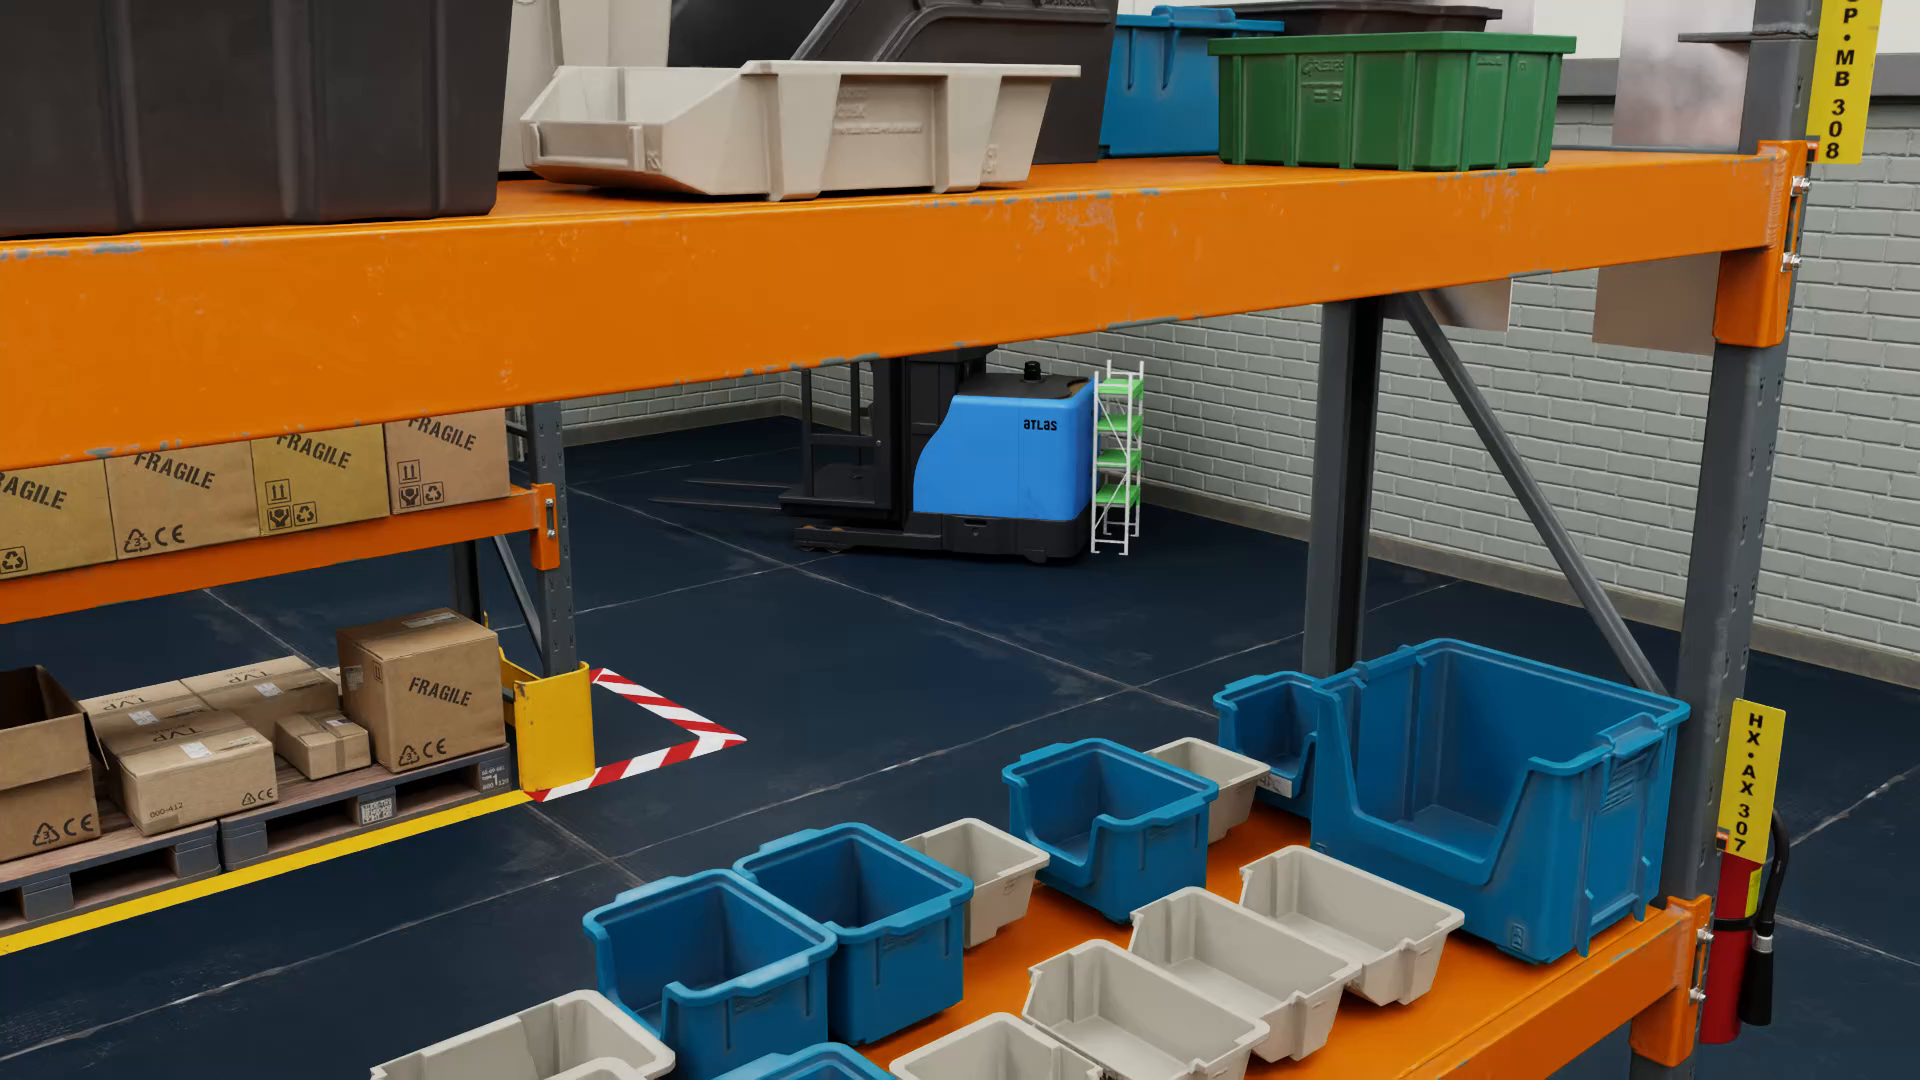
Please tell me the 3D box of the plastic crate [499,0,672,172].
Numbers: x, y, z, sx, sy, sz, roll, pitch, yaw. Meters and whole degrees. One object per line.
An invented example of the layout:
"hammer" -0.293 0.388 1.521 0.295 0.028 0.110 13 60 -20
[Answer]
"plastic crate" -0.672 -0.621 2.178 0.530 0.282 0.437 -13 19 -39

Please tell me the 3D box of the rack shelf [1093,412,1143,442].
"rack shelf" 1.041 -0.721 10.941 0.258 0.148 0.480 4 15 14

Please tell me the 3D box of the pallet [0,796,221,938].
"pallet" -3.624 1.192 6.379 1.213 0.211 1.003 -13 19 -39

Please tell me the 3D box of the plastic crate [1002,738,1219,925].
"plastic crate" 0.304 0.597 3.410 0.300 0.233 0.416 -13 19 -39

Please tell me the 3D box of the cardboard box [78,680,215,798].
"cardboard box" -3.397 0.813 6.869 0.500 0.250 0.500 -13 19 -39

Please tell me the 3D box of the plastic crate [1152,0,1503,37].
"plastic crate" 0.729 -0.919 3.319 0.590 0.269 0.497 -13 19 -39

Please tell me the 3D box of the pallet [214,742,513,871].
"pallet" -2.704 0.986 7.149 1.213 0.211 1.003 -13 19 -39

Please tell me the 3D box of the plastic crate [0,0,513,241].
"plastic crate" -0.698 -0.410 1.412 0.590 0.269 0.497 -13 19 -39

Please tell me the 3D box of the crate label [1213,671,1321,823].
"crate label" 0.800 0.486 3.828 0.303 0.233 0.416 -13 19 -39

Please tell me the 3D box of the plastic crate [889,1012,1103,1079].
"plastic crate" 0.073 0.880 2.539 0.250 0.136 0.298 -13 19 -39

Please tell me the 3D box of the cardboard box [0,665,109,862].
"cardboard box" -3.650 0.843 6.267 0.637 0.503 0.797 -13 19 -39

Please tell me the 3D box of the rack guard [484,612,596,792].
"rack guard" -2.104 0.712 7.618 0.348 0.500 1.175 -13 19 -39

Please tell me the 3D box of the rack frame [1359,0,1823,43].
"rack frame" 1.203 -2.442 2.956 0.127 3.000 1.000 -13 19 -39

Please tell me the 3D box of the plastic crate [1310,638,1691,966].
"plastic crate" 1.073 0.503 3.370 0.499 0.435 0.616 -13 19 -39

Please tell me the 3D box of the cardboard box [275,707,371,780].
"cardboard box" -2.659 0.838 6.936 0.250 0.166 0.380 -13 19 -39

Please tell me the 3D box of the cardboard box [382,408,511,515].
"cardboard box" -2.205 -0.428 6.848 0.500 0.500 0.500 -12 19 -38

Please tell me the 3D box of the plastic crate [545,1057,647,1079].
"plastic crate" -0.542 0.939 2.036 0.530 0.282 0.437 -13 19 -39

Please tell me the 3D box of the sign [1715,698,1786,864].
"sign" 1.576 0.481 3.319 0.005 0.325 0.100 -13 19 -39

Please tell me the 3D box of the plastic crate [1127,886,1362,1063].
"plastic crate" 0.478 0.774 2.935 0.243 0.136 0.396 -13 19 -39

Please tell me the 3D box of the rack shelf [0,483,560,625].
"rack shelf" -3.555 0.177 6.168 4.000 0.370 1.077 -13 19 -39

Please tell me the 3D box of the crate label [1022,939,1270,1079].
"crate label" 0.284 0.826 2.740 0.243 0.136 0.396 -13 19 -39

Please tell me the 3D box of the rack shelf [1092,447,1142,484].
"rack shelf" 1.041 -0.489 11.003 0.258 0.148 0.480 4 15 14

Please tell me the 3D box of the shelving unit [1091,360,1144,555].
"shelving unit" 1.041 -0.551 10.987 0.258 1.200 0.503 4 15 14

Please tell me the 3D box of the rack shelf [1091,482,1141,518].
"rack shelf" 1.041 -0.257 11.065 0.258 0.148 0.480 4 15 14

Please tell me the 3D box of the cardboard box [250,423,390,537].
"cardboard box" -2.594 -0.340 6.516 0.500 0.500 0.500 -12 19 -39

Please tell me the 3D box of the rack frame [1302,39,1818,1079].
"rack frame" 1.203 0.456 3.731 0.127 3.000 1.000 -13 19 -39

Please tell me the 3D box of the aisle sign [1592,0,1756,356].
"aisle sign" 1.449 -0.755 3.227 0.004 0.787 0.394 -13 19 -39

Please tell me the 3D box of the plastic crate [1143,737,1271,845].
"plastic crate" 0.504 0.570 3.697 0.298 0.136 0.250 -13 19 -39

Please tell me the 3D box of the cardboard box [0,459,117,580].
"cardboard box" -3.355 -0.171 5.884 0.500 0.500 0.500 -13 20 -40

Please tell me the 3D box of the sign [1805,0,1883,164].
"sign" 1.576 -0.838 2.966 0.005 0.325 0.100 -13 19 -39

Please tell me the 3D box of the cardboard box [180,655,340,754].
"cardboard box" -3.020 0.728 7.186 0.500 0.250 0.500 -13 19 -39

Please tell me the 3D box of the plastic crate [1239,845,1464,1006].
"plastic crate" 0.706 0.728 3.108 0.243 0.136 0.396 -13 19 -39

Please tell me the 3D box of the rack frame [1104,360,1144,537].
"rack frame" 1.101 -0.612 11.215 0.240 1.200 0.015 4 15 14

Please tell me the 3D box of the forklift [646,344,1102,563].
"forklift" -0.608 -1.458 11.027 3.031 2.935 1.130 4 15 14

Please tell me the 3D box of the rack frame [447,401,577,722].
"rack frame" -2.046 -0.509 7.343 0.127 3.000 1.000 -13 19 -39

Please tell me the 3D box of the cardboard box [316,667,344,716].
"cardboard box" -2.776 0.694 7.478 0.250 0.166 0.380 -13 19 -39

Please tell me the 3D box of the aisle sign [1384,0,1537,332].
"aisle sign" 1.062 -0.870 3.657 0.004 0.787 0.394 -13 19 -39

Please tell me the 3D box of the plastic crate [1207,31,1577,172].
"plastic crate" 0.646 -0.668 2.537 0.336 0.188 0.450 -13 19 -39

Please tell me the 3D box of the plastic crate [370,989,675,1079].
"plastic crate" -0.699 0.878 2.544 0.466 0.136 0.293 -13 19 -39

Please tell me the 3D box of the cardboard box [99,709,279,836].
"cardboard box" -3.031 0.902 6.536 0.500 0.250 0.500 -13 19 -39

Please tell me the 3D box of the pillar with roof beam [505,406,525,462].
"pillar with roof beam" -1.006 -4.159 9.382 0.400 9.000 9.100 -13 19 -39

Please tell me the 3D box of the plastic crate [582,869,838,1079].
"plastic crate" -0.419 0.759 2.802 0.300 0.233 0.416 -13 19 -39

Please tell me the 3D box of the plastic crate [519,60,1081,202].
"plastic crate" -0.193 -0.468 1.886 0.530 0.136 0.437 -13 19 -39

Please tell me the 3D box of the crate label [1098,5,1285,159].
"crate label" 0.294 -0.828 3.013 0.502 0.251 0.408 -13 19 -39

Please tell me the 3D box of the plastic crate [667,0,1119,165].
"plastic crate" -0.130 -0.758 2.583 0.767 0.338 0.504 -13 19 -39

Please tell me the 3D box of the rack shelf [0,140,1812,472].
"rack shelf" -0.306 -0.307 2.168 4.000 0.370 1.077 -13 19 -39

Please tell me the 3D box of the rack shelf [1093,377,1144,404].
"rack shelf" 1.041 -0.953 10.879 0.258 0.148 0.480 4 15 14

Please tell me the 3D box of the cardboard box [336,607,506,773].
"cardboard box" -2.295 0.626 7.085 0.500 0.500 0.500 -13 19 -39

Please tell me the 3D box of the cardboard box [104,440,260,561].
"cardboard box" -2.974 -0.256 6.204 0.500 0.500 0.500 -12 19 -39

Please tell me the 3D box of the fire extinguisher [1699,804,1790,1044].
"fire extinguisher" 1.615 0.736 3.553 0.183 0.674 0.296 -13 19 -39

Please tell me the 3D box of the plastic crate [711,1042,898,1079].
"plastic crate" -0.178 0.906 2.255 0.300 0.233 0.416 -13 19 -39

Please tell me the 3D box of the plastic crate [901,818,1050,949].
"plastic crate" -0.008 0.685 3.267 0.298 0.136 0.250 -13 19 -39

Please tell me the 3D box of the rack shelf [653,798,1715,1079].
"rack shelf" -0.306 1.142 2.555 4.000 0.370 1.077 -13 19 -39

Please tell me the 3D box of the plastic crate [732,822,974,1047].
"plastic crate" -0.193 0.709 2.993 0.300 0.233 0.416 -13 19 -39

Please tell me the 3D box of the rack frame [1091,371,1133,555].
"rack frame" 0.981 -0.490 10.758 0.240 1.200 0.015 4 15 14
